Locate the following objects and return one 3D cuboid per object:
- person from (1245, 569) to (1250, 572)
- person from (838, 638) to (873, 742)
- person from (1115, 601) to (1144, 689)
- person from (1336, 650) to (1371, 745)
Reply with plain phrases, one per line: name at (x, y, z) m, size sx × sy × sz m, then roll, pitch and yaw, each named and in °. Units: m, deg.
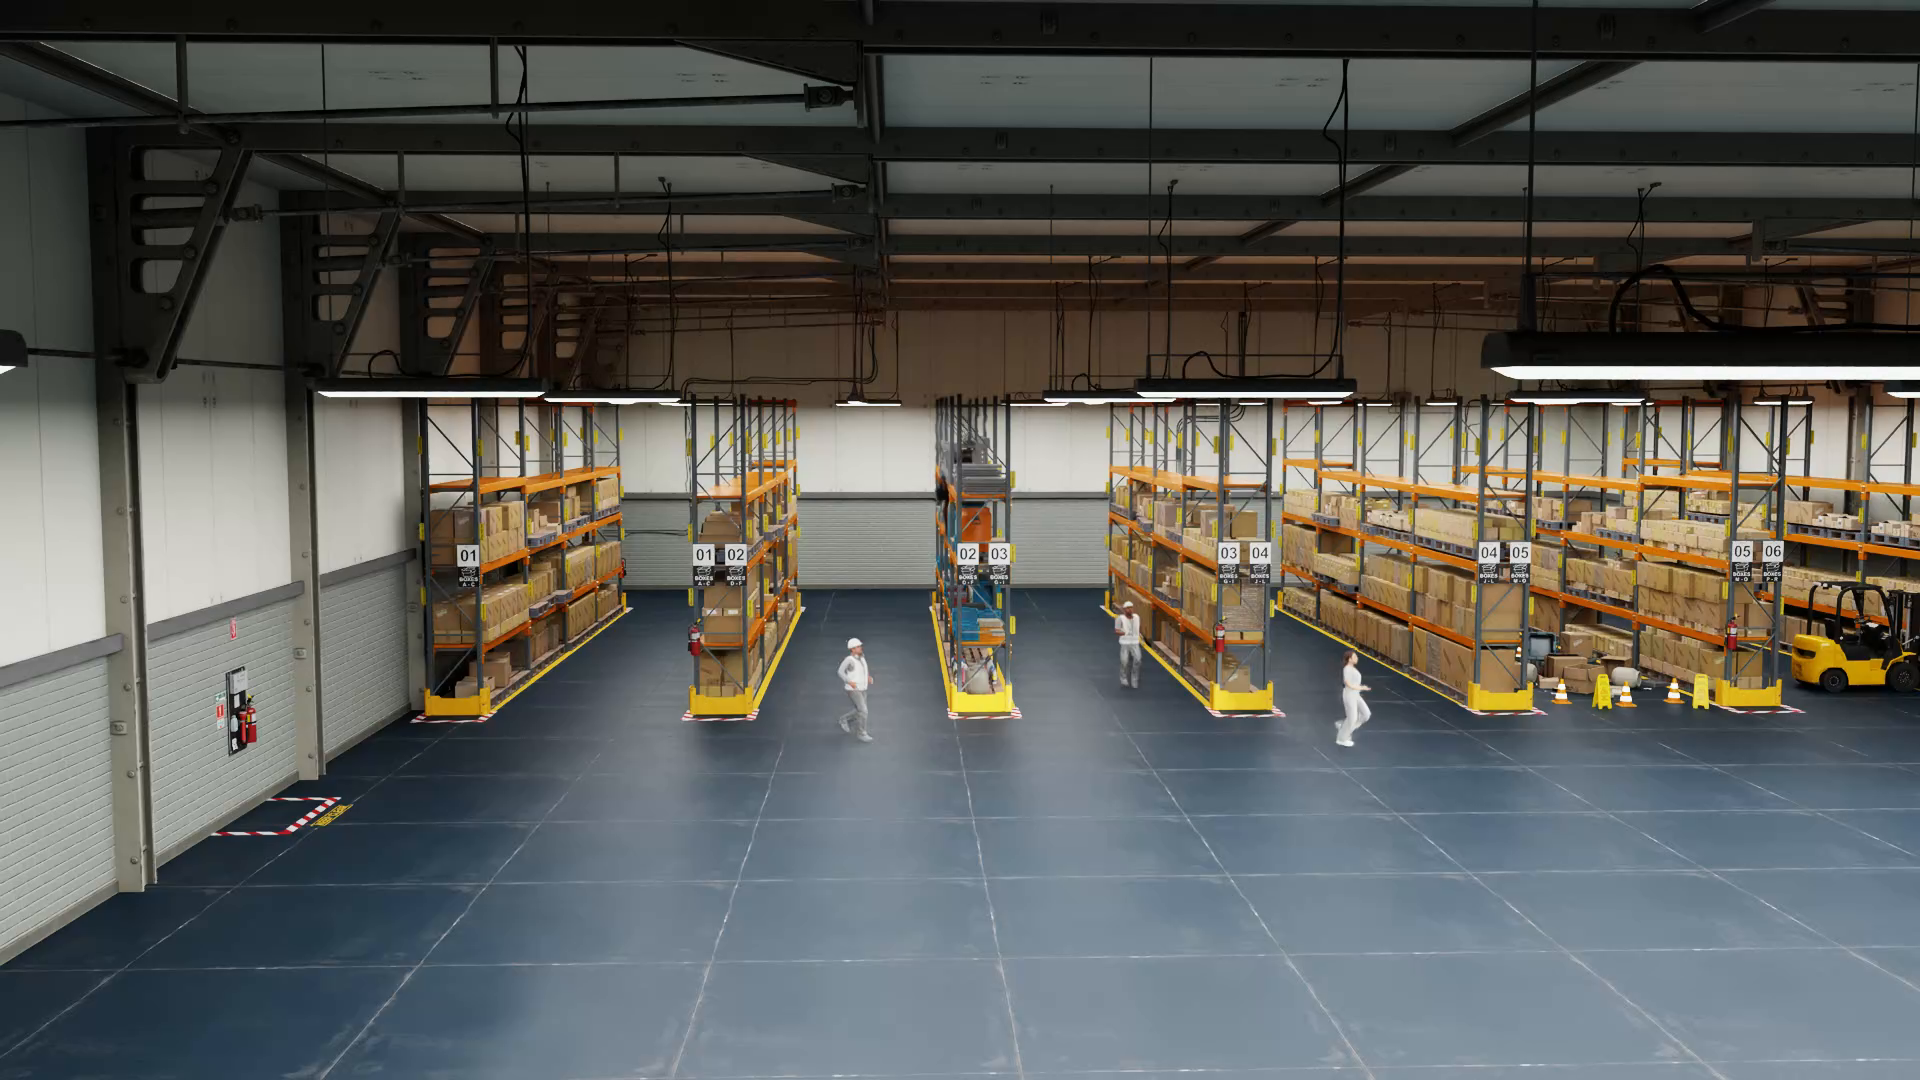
person at (7.730, 1.306, 45.710) m, size 0.628 × 1.684 × 0.981 m, roll -1°, pitch 5°, yaw -11°
person at (-1.832, 2.582, 28.791) m, size 0.758 × 1.766 × 0.668 m, roll 2°, pitch 5°, yaw 27°
person at (3.482, 2.152, 34.075) m, size 0.649 × 1.793 × 0.714 m, roll -1°, pitch 5°, yaw -10°
person at (6.689, 2.679, 28.227) m, size 0.582 × 1.633 × 0.549 m, roll 2°, pitch 5°, yaw 29°
